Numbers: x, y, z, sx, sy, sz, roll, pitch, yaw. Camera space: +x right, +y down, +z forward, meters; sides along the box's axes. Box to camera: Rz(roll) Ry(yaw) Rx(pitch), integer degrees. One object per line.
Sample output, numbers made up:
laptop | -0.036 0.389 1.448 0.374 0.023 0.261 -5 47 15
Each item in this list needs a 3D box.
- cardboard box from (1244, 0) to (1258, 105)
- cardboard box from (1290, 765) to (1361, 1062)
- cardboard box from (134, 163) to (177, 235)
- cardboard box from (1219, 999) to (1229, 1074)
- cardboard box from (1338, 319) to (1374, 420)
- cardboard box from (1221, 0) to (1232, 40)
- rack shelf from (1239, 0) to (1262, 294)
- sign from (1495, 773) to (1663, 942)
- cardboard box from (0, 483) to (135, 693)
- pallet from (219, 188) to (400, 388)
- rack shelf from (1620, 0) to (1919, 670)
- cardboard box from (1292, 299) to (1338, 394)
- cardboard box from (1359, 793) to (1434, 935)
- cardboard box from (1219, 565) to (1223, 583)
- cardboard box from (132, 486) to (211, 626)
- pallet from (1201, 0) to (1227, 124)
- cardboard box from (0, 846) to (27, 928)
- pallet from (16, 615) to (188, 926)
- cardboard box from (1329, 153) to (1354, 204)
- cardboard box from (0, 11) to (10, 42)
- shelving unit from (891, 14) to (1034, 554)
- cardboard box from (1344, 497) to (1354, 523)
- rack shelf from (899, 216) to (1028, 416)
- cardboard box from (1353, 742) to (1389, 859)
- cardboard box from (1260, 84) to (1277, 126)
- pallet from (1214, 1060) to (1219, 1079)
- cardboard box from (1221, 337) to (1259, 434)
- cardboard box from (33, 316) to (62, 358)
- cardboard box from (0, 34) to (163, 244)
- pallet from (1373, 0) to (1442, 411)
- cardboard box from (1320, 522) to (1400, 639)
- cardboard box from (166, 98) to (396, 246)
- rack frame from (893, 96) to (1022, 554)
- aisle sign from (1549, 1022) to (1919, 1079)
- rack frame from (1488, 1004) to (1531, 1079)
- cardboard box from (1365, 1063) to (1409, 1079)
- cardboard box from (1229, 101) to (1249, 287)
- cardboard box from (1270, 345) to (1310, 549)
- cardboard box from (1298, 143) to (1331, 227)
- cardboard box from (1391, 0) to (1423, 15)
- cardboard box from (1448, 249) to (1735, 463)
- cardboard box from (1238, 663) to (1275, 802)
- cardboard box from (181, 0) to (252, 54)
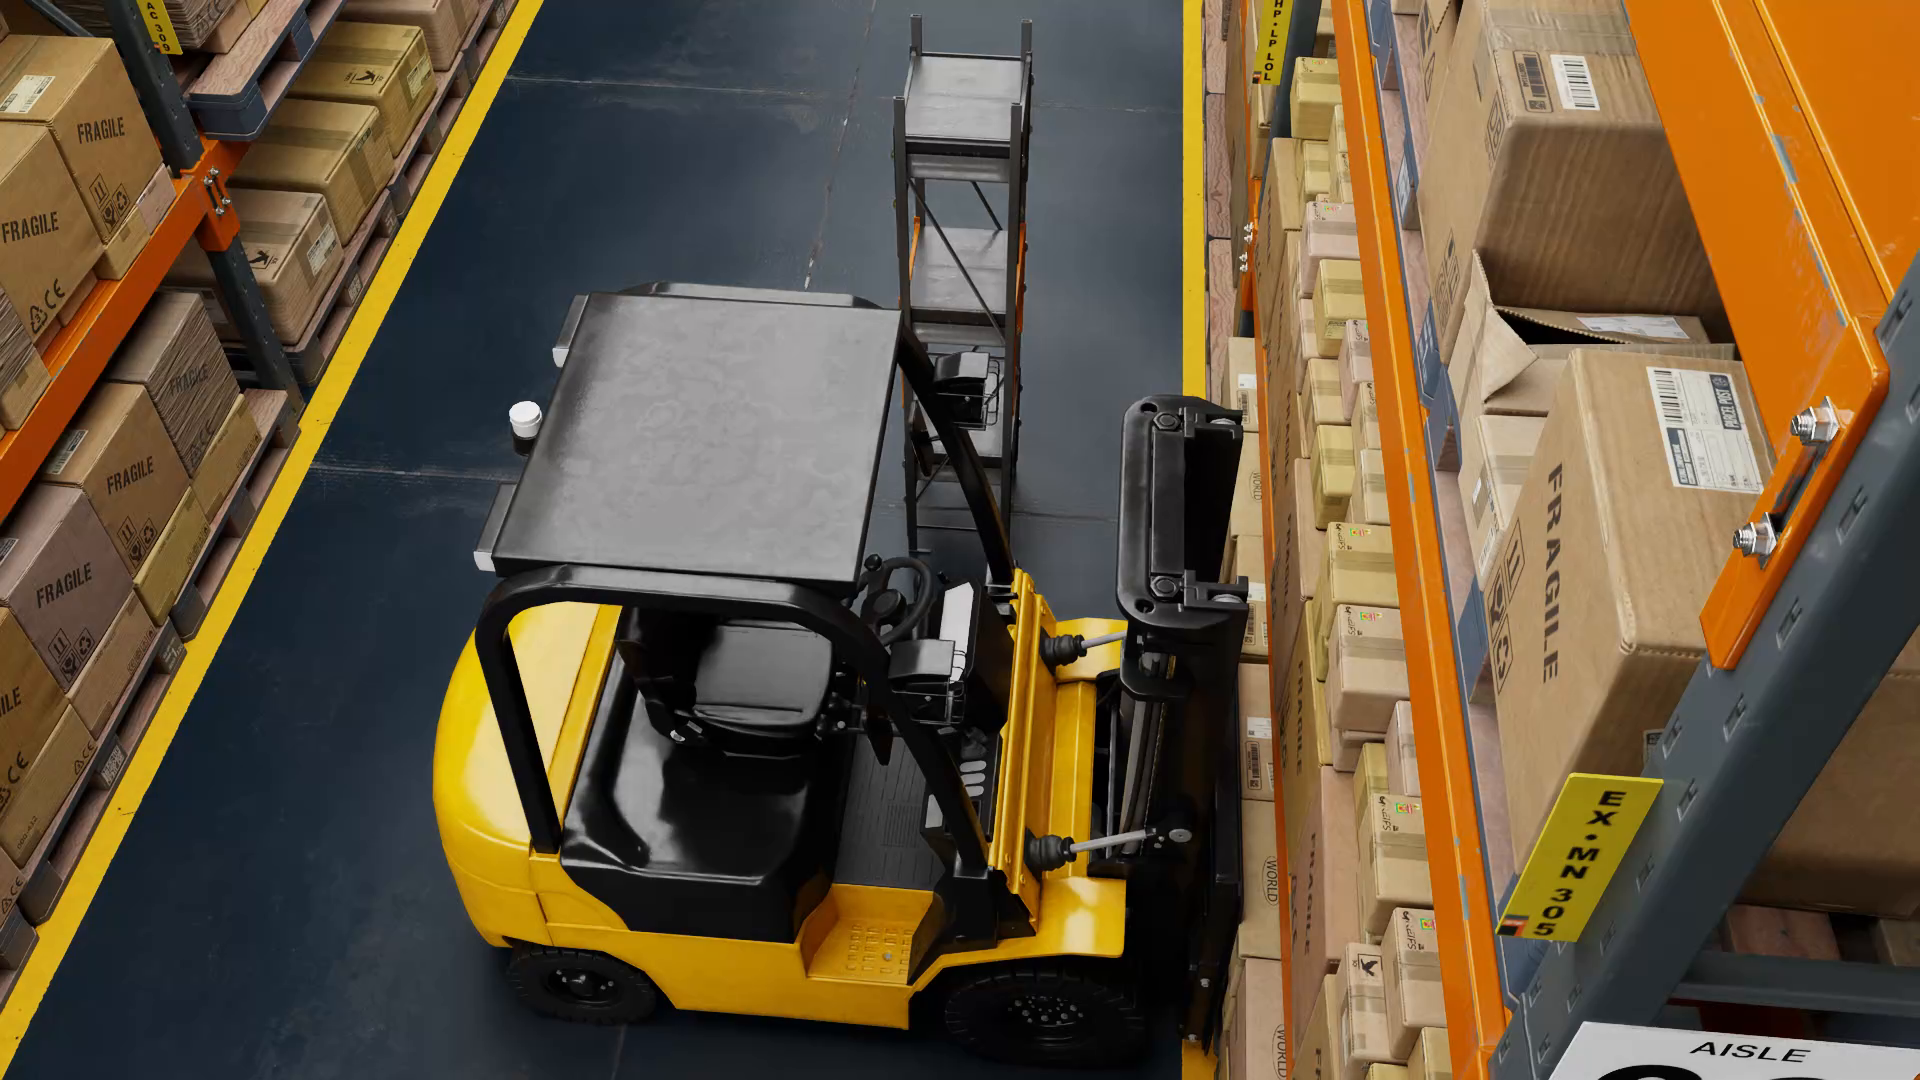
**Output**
cardboard box | 1.403 -1.963 6.614 0.500 0.250 0.500 4 48 3
cardboard box | 1.052 0.890 3.835 0.500 0.500 0.500 5 48 5
cardboard box | -3.092 -1.245 6.026 0.380 0.149 0.250 3 48 3
cardboard box | 1.050 1.372 5.041 0.500 0.250 0.500 4 48 4
cardboard box | 1.214 -0.442 4.413 0.380 0.149 0.250 4 48 3
cardboard box | 1.871 -3.078 8.857 0.875 0.625 0.625 5 48 5
rack shelf | 1.759 -2.483 7.475 1.077 0.370 4.000 4 48 4
sign | 0.673 0.353 1.816 0.100 0.325 0.005 4 48 4
cardboard box | -3.243 0.148 5.652 0.500 0.500 0.500 6 48 6
pallet | -3.297 -1.218 7.721 1.003 0.211 1.213 4 48 4
rack shelf | 1.395 -1.433 2.721 1.077 0.370 4.000 4 48 4
cardboard box | 1.146 -0.539 4.703 0.380 0.149 0.250 3 48 3
cardboard box | 1.024 0.676 3.390 0.380 0.149 0.250 5 48 4
cardboard box | 1.182 0.067 5.896 0.500 0.250 0.500 4 48 3
cardboard box | -3.191 0.044 6.256 0.500 0.250 0.500 3 48 2
pallet | 1.828 -2.652 9.032 1.003 0.211 1.213 4 48 4
cardboard box | -3.328 1.190 5.207 0.500 0.250 0.500 5 48 5
pallet | -3.501 0.749 5.922 1.003 0.211 1.213 4 48 4
cardboard box | 1.304 -1.008 4.930 0.380 0.149 0.250 3 48 3
cardboard box | -3.622 -1.750 5.370 0.700 0.500 0.500 3 48 3
shelving unit | 0.015 -0.830 6.086 0.431 2.100 0.503 4 48 4
cardboard box | 1.170 0.036 4.177 0.380 0.149 0.250 4 48 3
rack shelf | 0.015 -0.821 6.097 0.431 0.518 0.480 4 48 4
cardboard box | 1.077 0.600 3.661 0.380 0.149 0.250 4 48 3
cardboard box | 1.367 -1.752 6.082 0.500 0.250 0.500 3 48 3
pallet | 1.241 2.060 4.723 1.003 0.211 1.213 4 48 4
cardboard box | 1.221 -0.472 6.051 0.500 0.250 0.500 3 48 3
cardboard box | -3.246 -0.693 5.521 0.380 0.149 0.250 3 48 3
cardboard box | -3.159 -1.378 5.708 0.500 0.500 0.500 3 48 3
pallet | 1.411 -0.716 3.399 1.003 0.211 1.213 4 48 4
cardboard box | 1.052 0.109 3.909 0.380 0.149 0.250 5 48 4
cardboard box | -3.259 -1.756 7.819 0.950 0.372 0.625 7 48 6
rack frame | -0.007 -0.651 5.922 0.400 2.100 0.015 4 48 4
aisle sign | 0.914 0.835 2.192 0.394 0.787 0.004 4 48 4
rack frame | 1.213 1.684 3.177 1.000 3.000 0.127 4 48 4
cardboard box | 0.965 1.157 3.151 0.380 0.149 0.250 5 48 4
cardboard box | 1.692 -1.550 7.459 0.875 0.625 0.625 3 48 3
cardboard box | 1.201 -0.225 4.855 0.500 0.500 0.500 3 48 3
cardboard box | 1.264 -1.101 5.217 0.380 0.149 0.250 5 48 4
cardboard box | 1.139 -1.328 3.638 0.396 0.266 0.258 3 48 3
cardboard box | 1.009 -0.274 2.674 0.396 0.266 0.258 4 48 4
cardboard box | 1.074 0.654 5.020 0.500 0.250 0.500 3 48 3
cardboard box | -3.001 -2.029 6.458 0.380 0.149 0.250 5 48 4
